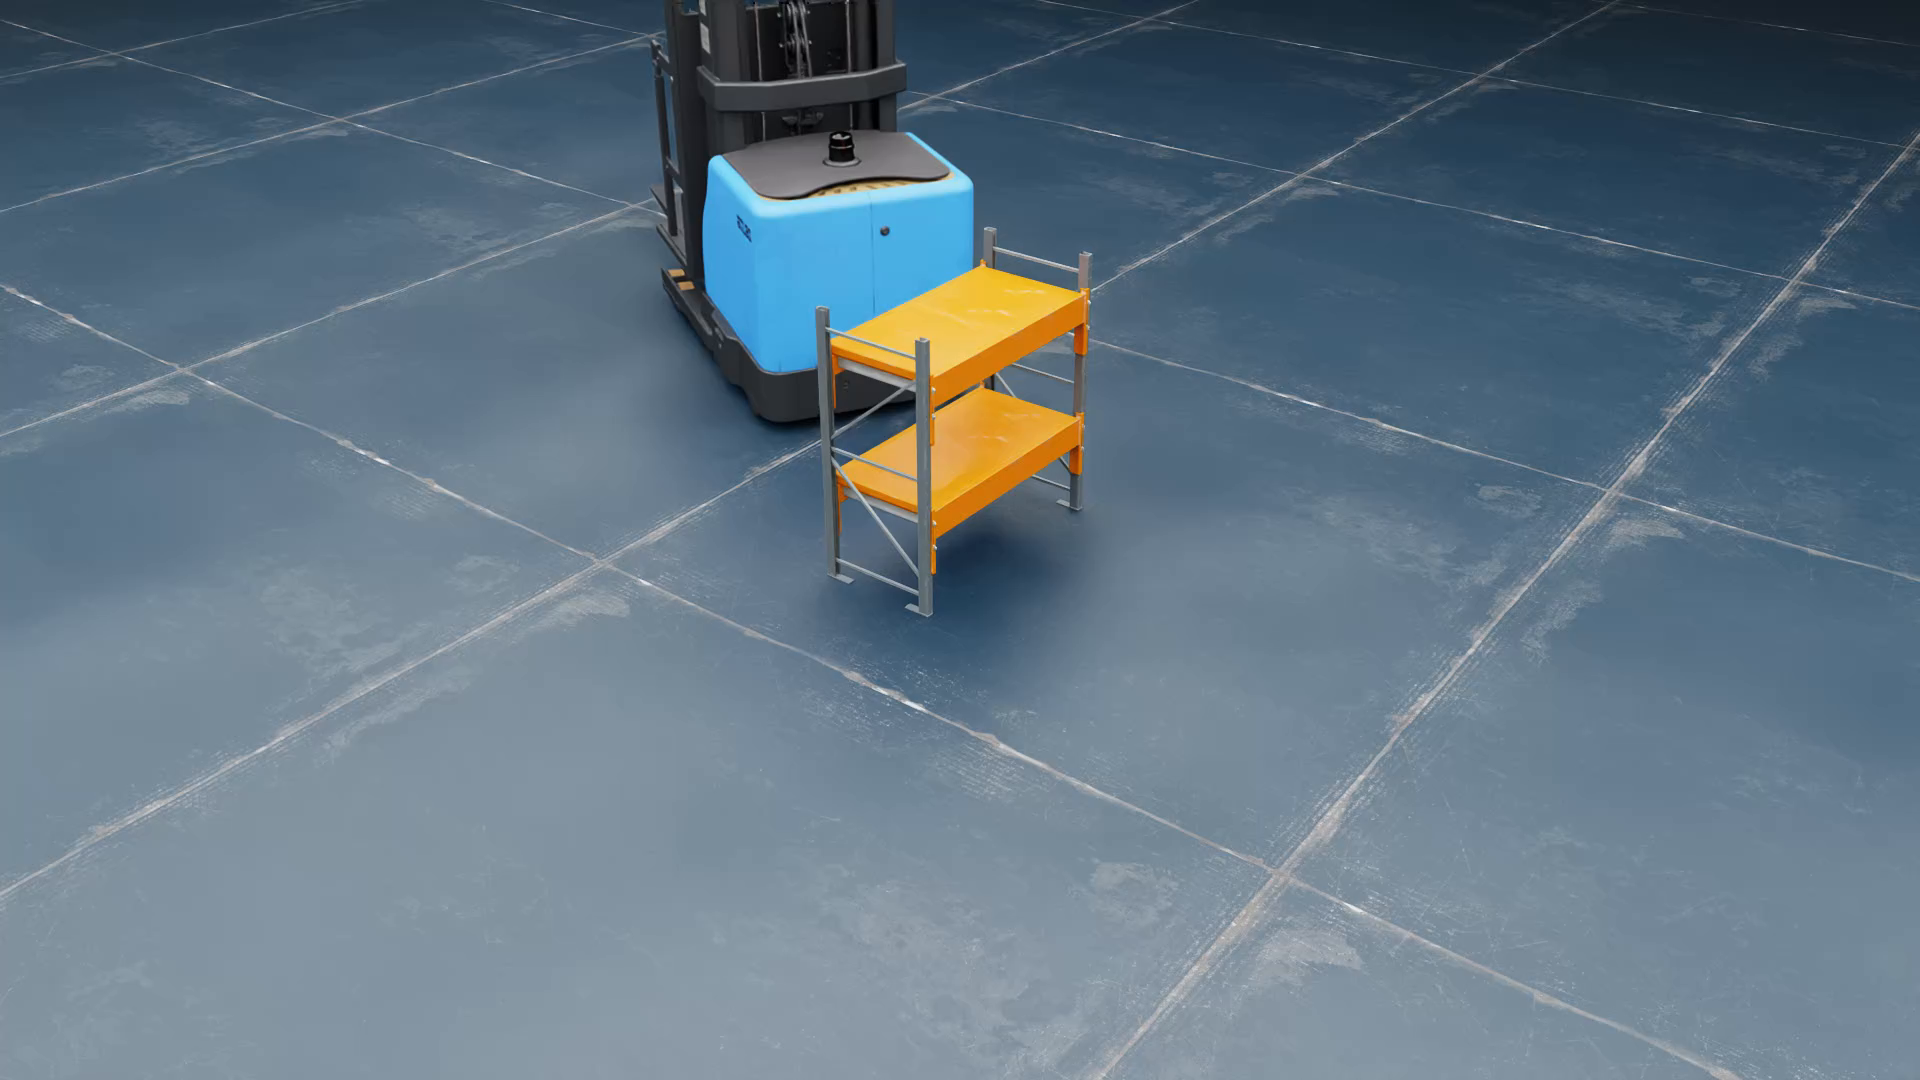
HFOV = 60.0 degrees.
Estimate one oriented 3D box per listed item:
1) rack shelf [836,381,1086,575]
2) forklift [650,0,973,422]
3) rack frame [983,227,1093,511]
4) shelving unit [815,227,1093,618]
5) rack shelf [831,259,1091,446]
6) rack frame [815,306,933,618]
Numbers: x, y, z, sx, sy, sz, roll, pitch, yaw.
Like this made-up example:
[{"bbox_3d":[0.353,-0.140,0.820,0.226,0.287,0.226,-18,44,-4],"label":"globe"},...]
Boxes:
[{"bbox_3d":[-0.004,-0.271,6.583,0.538,0.278,1.000,21,37,31],"label":"rack shelf"},{"bbox_3d":[-0.951,-2.530,8.144,1.130,2.935,3.031,-12,33,-19],"label":"forklift"},{"bbox_3d":[0.303,-0.688,6.807,0.500,1.125,0.032,21,37,31],"label":"rack frame"},{"bbox_3d":[-0.004,-0.481,6.459,0.538,1.125,1.048,21,37,31],"label":"shelving unit"},{"bbox_3d":[-0.004,-0.733,6.309,0.538,0.278,1.000,21,37,31],"label":"rack shelf"},{"bbox_3d":[-0.311,-0.275,6.110,0.500,1.125,0.032,21,37,31],"label":"rack frame"}]
